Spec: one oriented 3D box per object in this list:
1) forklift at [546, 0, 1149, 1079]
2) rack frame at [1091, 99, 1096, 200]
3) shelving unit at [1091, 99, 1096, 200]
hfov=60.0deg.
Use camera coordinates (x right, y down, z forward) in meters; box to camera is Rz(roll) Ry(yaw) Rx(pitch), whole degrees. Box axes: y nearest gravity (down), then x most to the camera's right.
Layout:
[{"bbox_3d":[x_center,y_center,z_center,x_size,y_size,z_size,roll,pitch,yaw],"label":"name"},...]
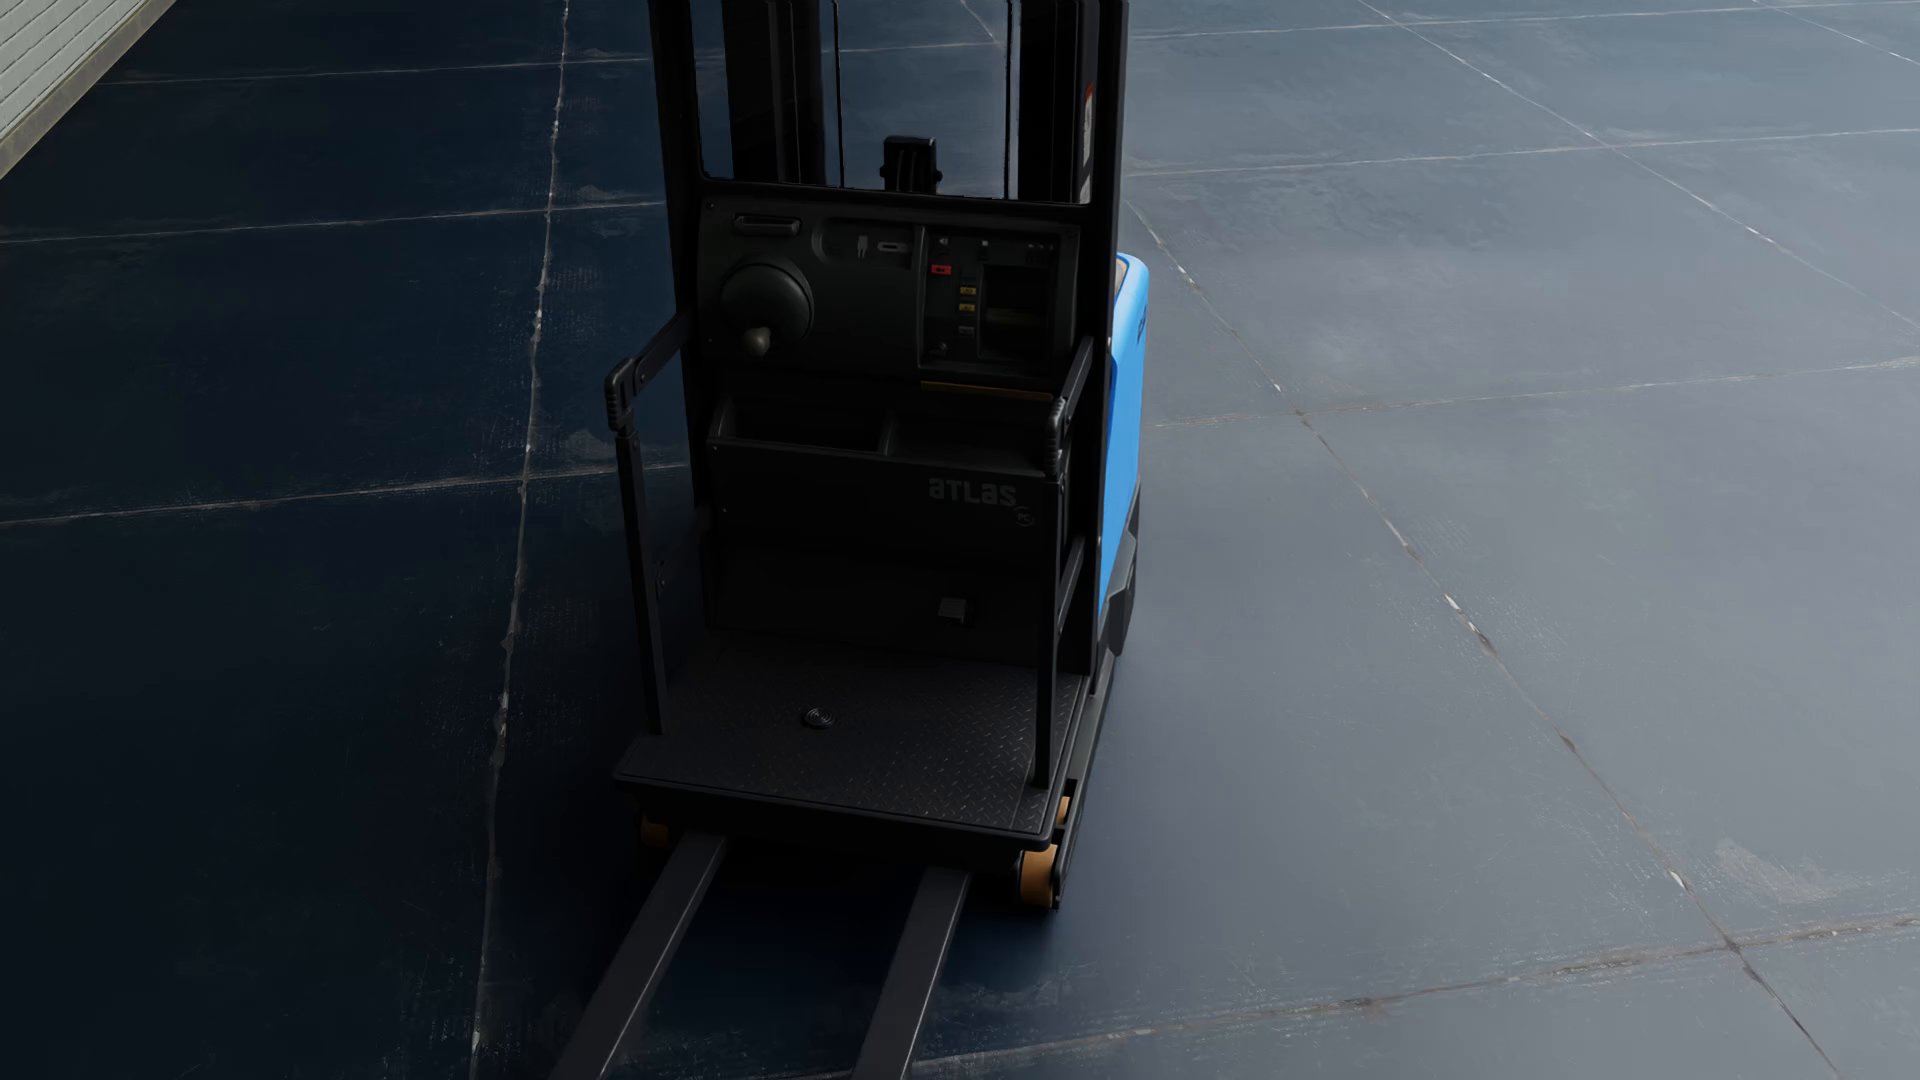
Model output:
[{"bbox_3d":[-0.224,-0.551,3.795,1.130,2.935,3.031,6,31,11],"label":"forklift"},{"bbox_3d":[0.436,-0.807,5.642,0.032,1.500,0.500,5,31,9],"label":"rack frame"},{"bbox_3d":[-0.055,-0.850,5.716,1.083,1.500,0.587,5,31,9],"label":"shelving unit"}]
